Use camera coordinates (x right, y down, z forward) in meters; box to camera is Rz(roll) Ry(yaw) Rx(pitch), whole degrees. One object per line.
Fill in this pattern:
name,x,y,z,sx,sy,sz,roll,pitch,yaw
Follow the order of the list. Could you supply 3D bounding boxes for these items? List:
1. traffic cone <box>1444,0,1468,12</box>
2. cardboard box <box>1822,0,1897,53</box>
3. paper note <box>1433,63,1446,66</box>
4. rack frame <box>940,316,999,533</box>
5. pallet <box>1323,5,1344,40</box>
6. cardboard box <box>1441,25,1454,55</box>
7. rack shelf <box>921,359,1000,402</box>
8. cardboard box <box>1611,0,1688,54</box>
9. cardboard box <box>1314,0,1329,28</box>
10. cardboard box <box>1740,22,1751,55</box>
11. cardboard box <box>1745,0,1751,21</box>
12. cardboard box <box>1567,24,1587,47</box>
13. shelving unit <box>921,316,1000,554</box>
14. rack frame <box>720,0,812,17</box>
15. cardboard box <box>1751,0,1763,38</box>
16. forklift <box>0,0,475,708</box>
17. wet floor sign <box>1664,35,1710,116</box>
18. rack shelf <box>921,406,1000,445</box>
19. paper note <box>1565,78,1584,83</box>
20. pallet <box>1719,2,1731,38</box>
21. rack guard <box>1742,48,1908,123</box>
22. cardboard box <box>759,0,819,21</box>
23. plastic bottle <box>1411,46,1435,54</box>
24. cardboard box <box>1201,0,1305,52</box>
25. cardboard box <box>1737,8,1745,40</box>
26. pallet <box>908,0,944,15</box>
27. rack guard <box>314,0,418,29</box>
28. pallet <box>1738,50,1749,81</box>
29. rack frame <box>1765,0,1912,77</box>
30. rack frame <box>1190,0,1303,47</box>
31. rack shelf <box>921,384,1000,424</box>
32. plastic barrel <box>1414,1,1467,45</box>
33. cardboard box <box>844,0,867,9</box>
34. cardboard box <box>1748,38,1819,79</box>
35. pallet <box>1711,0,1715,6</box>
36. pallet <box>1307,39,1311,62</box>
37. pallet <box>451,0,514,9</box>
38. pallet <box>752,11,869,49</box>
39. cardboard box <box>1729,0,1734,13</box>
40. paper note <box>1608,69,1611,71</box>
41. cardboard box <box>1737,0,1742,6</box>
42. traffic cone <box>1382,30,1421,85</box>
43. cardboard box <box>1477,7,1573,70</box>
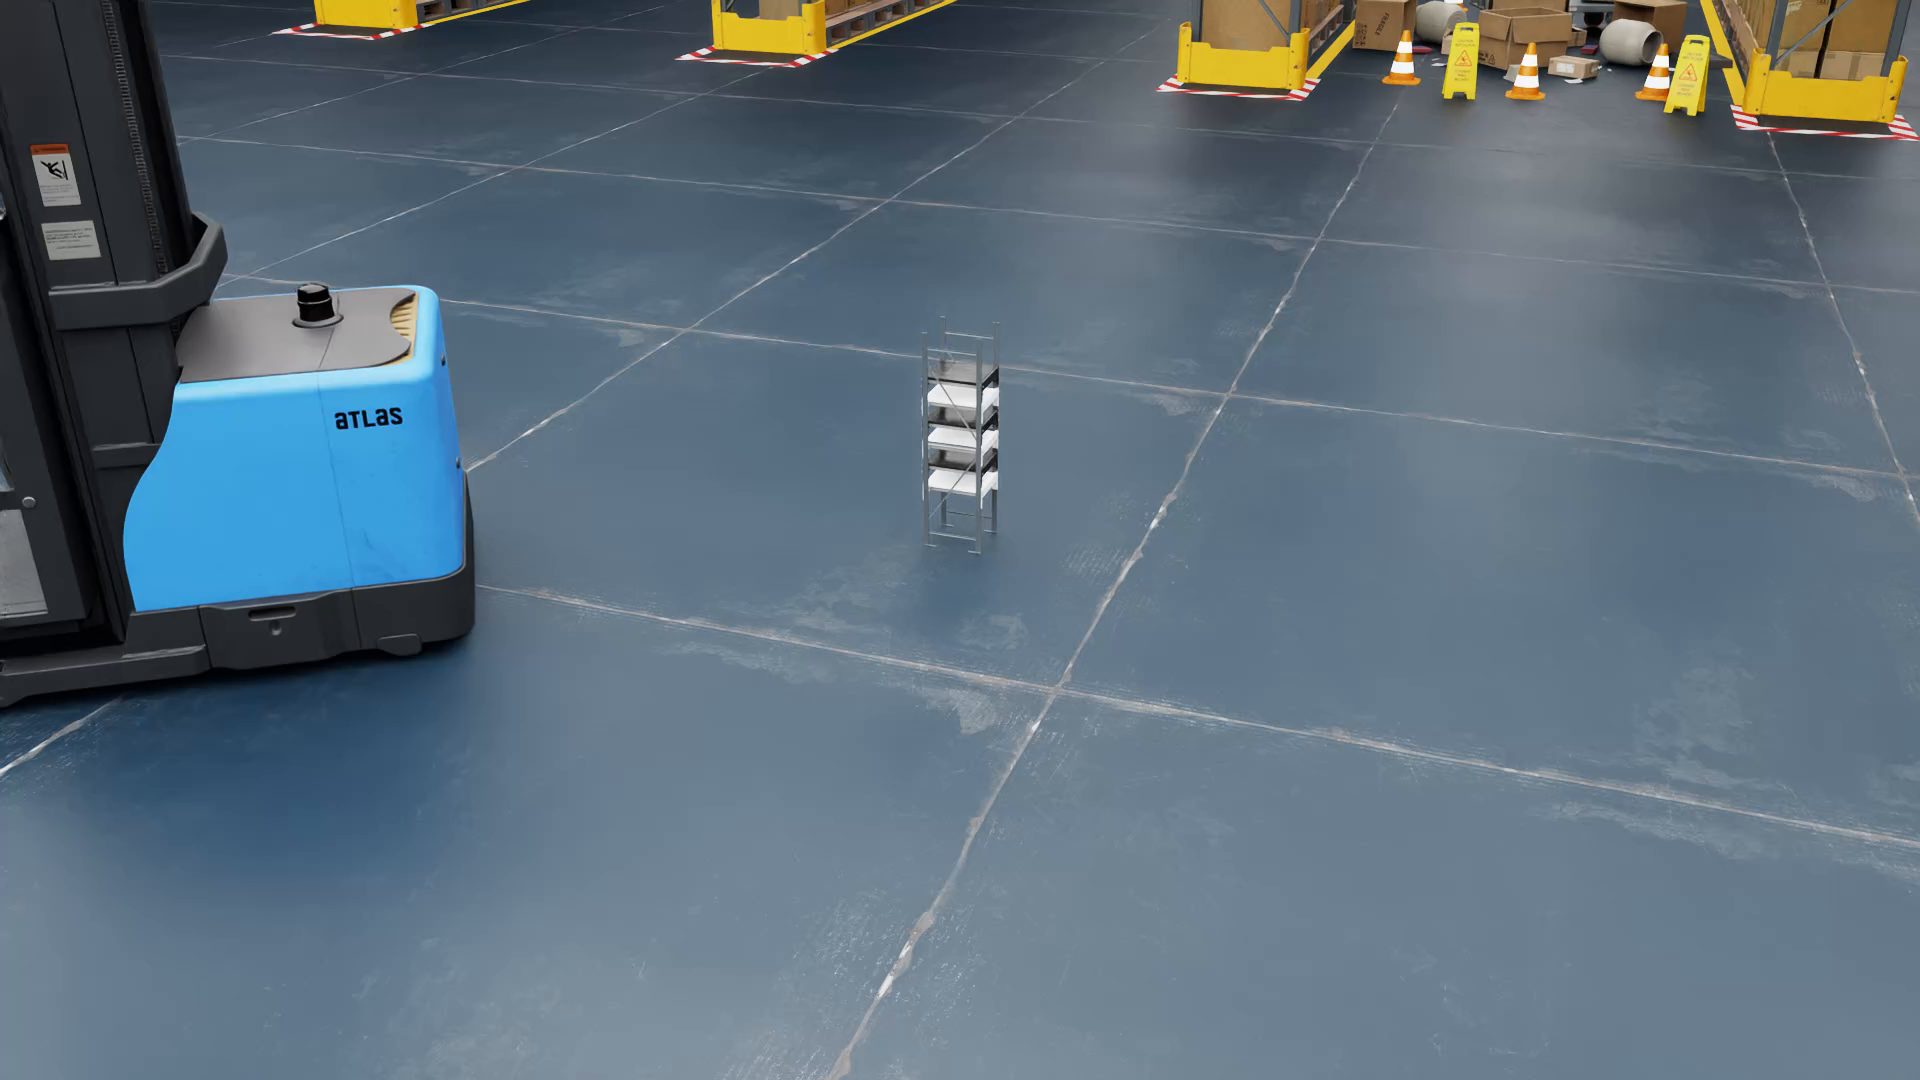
traffic cone,5.846,-6.493,19.630,0.336,0.463,0.334,9,27,17
cardboard box,7.883,-4.573,14.565,0.500,0.500,0.500,8,27,16
paper note,4.754,-4.703,16.430,0.144,0.017,0.142,20,32,35
rack frame,0.037,-0.450,6.647,0.240,0.900,0.006,9,27,17
pallet,3.649,-5.747,18.377,1.003,0.211,1.213,9,27,17
cardboard box,5.141,-5.099,16.976,0.396,0.266,0.258,14,29,26
rack shelf,0.003,-0.621,6.458,0.258,0.077,0.200,9,27,17
cardboard box,7.038,-5.260,17.036,0.500,0.500,0.500,-14,29,-27
cardboard box,3.404,-5.916,17.483,0.875,0.875,0.875,9,27,18
cardboard box,7.710,-4.733,15.756,0.500,0.250,0.500,8,27,16
cardboard box,7.885,-5.278,16.021,0.500,0.500,0.500,10,28,20
cardboard box,6.382,-5.372,17.541,0.258,0.266,0.396,-9,27,-18
shelving unit,0.003,-0.408,6.561,0.258,0.900,0.210,9,27,17
rack frame,-1.999,-6.420,16.567,1.000,3.000,0.127,9,27,17
cardboard box,7.537,-4.854,15.145,0.500,0.500,0.500,10,28,19
forklift,-3.315,-0.964,5.377,3.031,2.935,1.130,-7,27,-13
wet floor sign,6.274,-4.000,14.271,0.267,0.644,0.232,20,32,35
rack shelf,0.003,-0.459,6.536,0.258,0.077,0.200,9,27,17
paper note,5.784,-4.323,15.644,0.148,0.019,0.142,0,26,-1
pallet,8.935,-5.692,18.263,1.003,0.211,1.213,9,27,17
rack guard,7.372,-3.889,14.208,1.175,0.500,0.348,9,27,17
cardboard box,-1.775,-5.738,17.545,0.500,0.500,0.500,14,29,27
plastic bottle,4.719,-5.034,17.077,0.283,0.061,0.133,0,26,-1
cardboard box,2.808,-5.180,15.963,0.875,0.875,0.875,9,27,18
cardboard box,8.059,-5.154,16.625,0.500,0.250,0.500,10,28,20
pallet,-0.858,-6.527,19.989,1.003,0.211,1.213,9,27,17
rack guard,-6.689,-6.051,18.674,1.175,0.500,0.348,9,27,17
pallet,8.083,-4.587,15.982,1.003,0.211,1.213,9,27,17
rack frame,7.346,-4.983,13.599,1.000,3.000,0.127,9,27,17
rack frame,2.645,-5.659,14.996,1.000,3.000,0.127,9,27,17
rack shelf,0.003,-0.540,6.497,0.258,0.077,0.200,9,27,17
plastic barrel,5.045,-5.455,17.530,0.421,0.421,0.512,-14,29,-27
cardboard box,-1.382,-6.243,18.589,0.500,0.500,0.500,11,28,22
cardboard box,7.370,-4.315,14.894,0.500,0.250,0.500,9,27,17
pallet,9.747,-6.694,20.334,1.003,0.211,1.213,9,27,17
pallet,2.837,-4.744,16.306,1.003,0.211,1.213,9,27,17
pallet,-6.006,-6.754,20.457,1.003,0.211,1.213,9,27,17
pallet,-1.670,-5.525,17.918,1.003,0.211,1.213,9,27,17
cardboard box,8.850,-5.849,17.921,0.950,0.372,0.625,9,27,18
paper note,6.328,-4.579,16.197,0.032,0.001,0.123,9,27,17
cardboard box,8.226,-5.712,16.918,0.500,0.500,0.500,10,28,20
traffic cone,4.161,-4.529,15.574,0.336,0.463,0.334,9,27,17
cardboard box,5.543,-4.948,16.392,0.797,0.503,0.637,-9,27,-18
